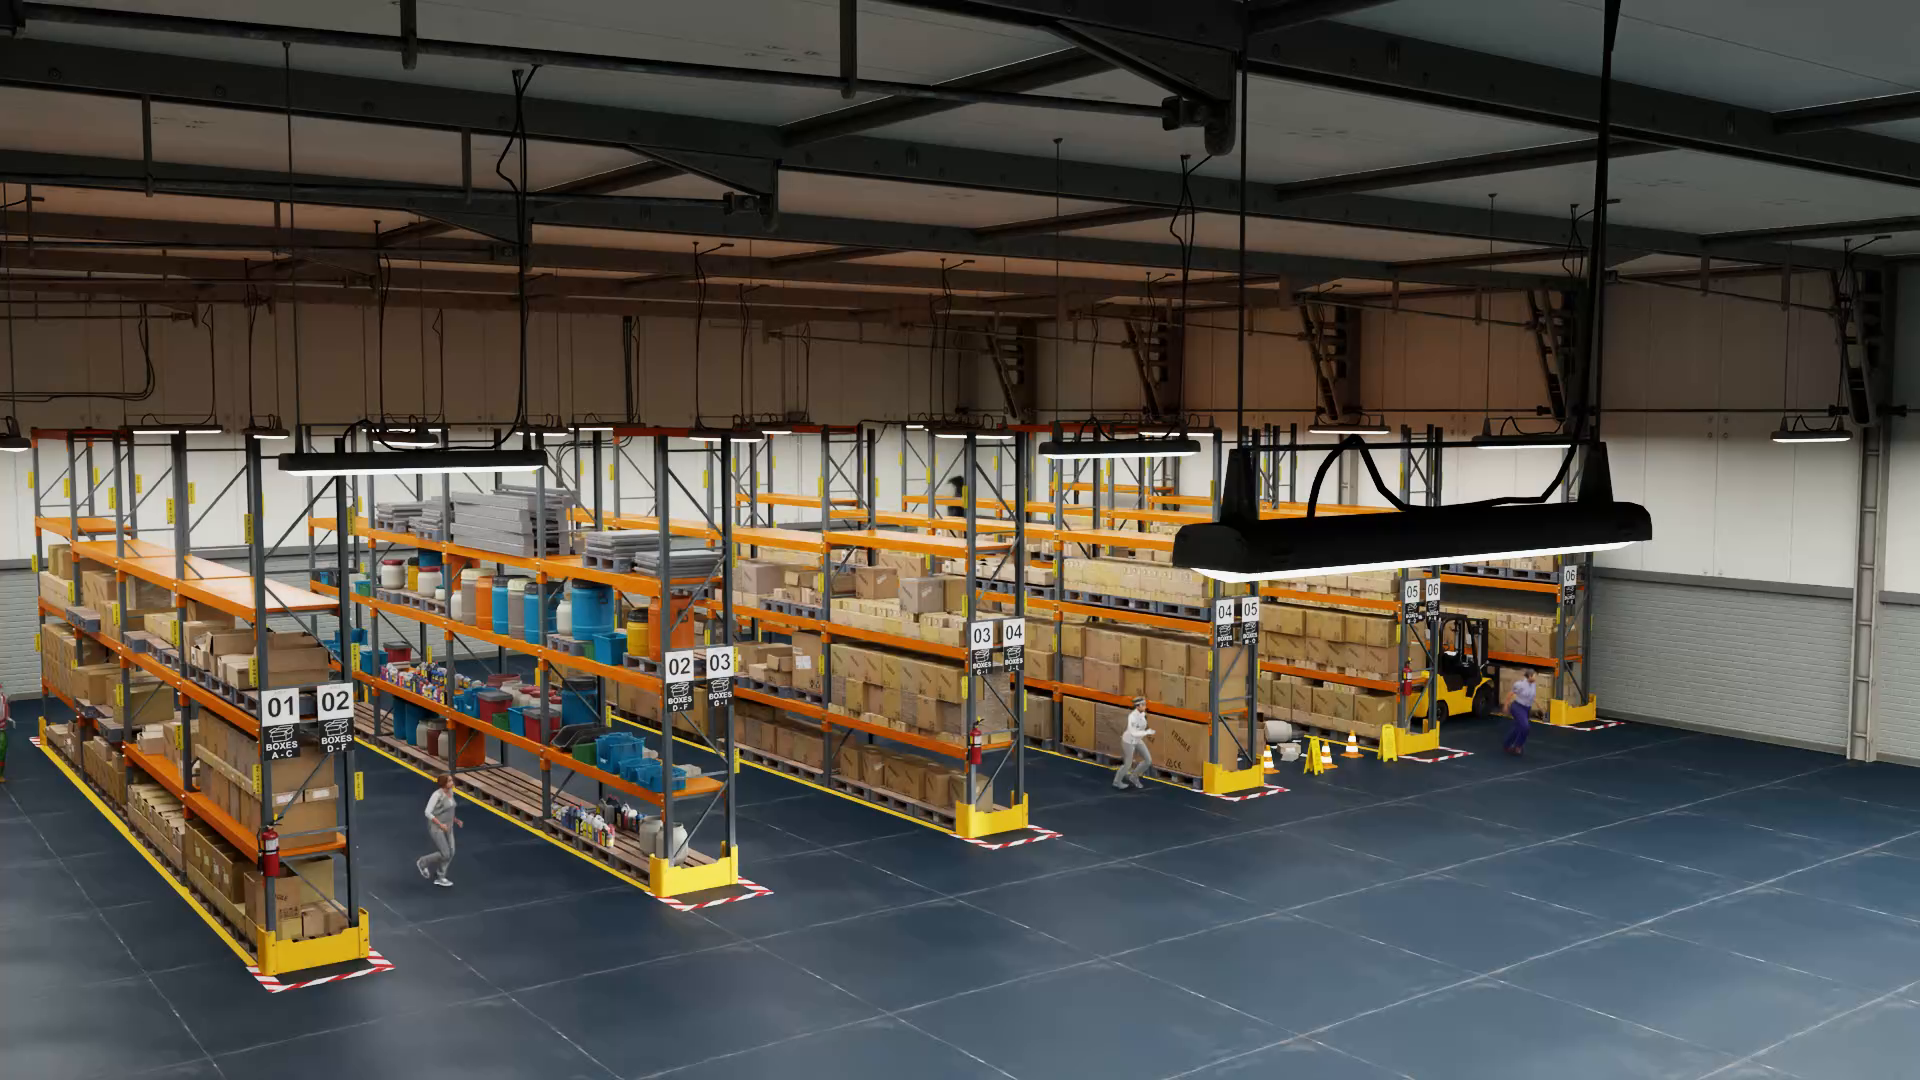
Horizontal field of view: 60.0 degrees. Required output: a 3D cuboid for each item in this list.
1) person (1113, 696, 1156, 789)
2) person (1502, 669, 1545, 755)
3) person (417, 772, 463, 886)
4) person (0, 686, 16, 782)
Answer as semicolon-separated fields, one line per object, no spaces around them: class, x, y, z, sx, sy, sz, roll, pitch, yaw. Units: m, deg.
person;2.891;3.352;27.549;0.811;1.600;0.575;4;6;38
person;10.319;3.130;30.519;0.585;1.590;0.710;-3;6;-37
person;-6.956;3.838;22.107;0.575;1.534;0.539;2;5;19
person;-16.518;3.236;28.357;0.898;1.747;0.669;4;6;42
